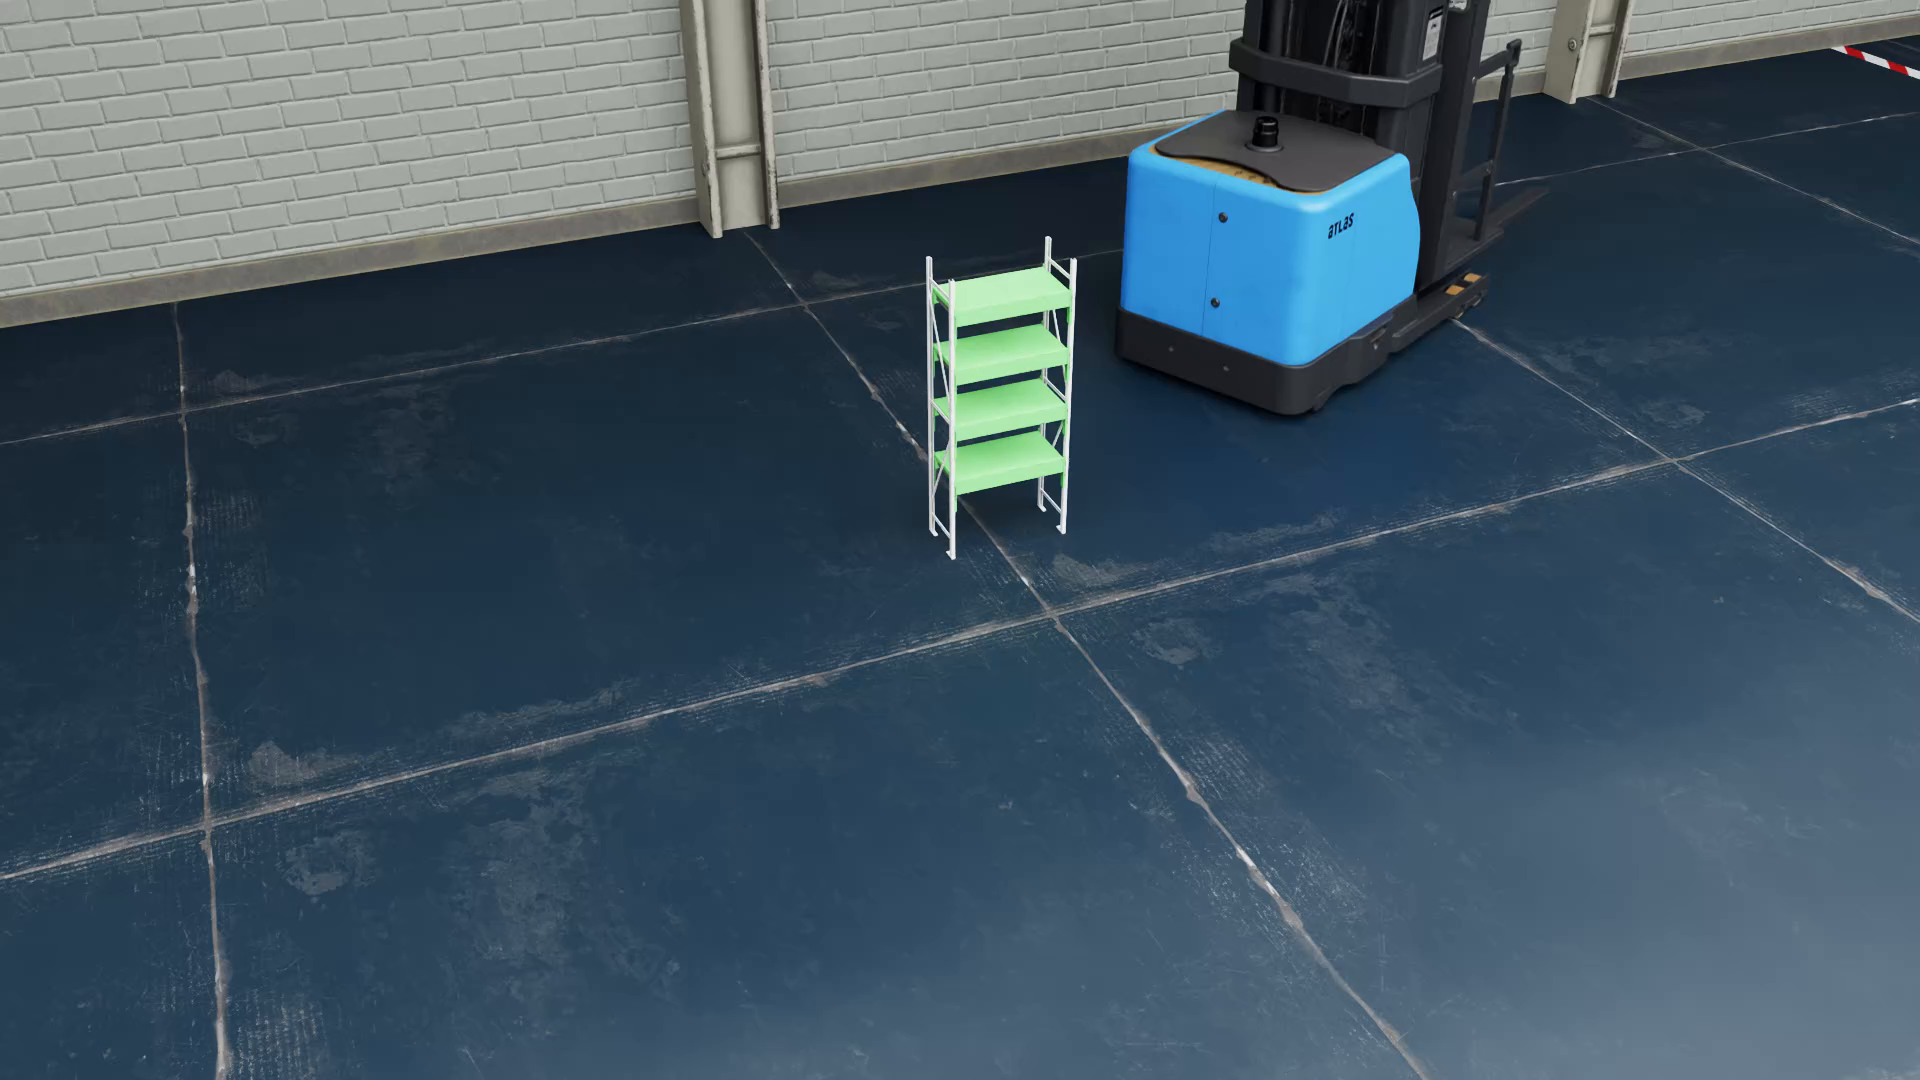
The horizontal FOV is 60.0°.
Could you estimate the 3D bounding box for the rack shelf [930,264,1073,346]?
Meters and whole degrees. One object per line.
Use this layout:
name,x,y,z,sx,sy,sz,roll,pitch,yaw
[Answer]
rack shelf,0.153,-0.887,6.250,0.480,0.148,0.258,-13,35,-19

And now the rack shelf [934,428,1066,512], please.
rack shelf,0.153,-0.283,6.642,0.480,0.148,0.258,-13,35,-19

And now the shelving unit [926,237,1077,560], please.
shelving unit,0.153,-0.538,6.476,0.503,1.200,0.258,-13,35,-19

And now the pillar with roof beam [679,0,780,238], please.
pillar with roof beam,0.399,-3.425,3.762,0.400,9.000,9.100,-13,35,-19

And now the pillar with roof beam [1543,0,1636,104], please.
pillar with roof beam,5.932,-4.691,5.709,0.400,9.000,9.100,-13,35,-19

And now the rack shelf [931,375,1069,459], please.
rack shelf,0.153,-0.484,6.511,0.480,0.148,0.258,-13,35,-19

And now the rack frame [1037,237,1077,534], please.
rack frame,0.378,-0.589,6.556,0.015,1.200,0.240,-13,35,-19

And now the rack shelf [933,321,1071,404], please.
rack shelf,0.153,-0.685,6.380,0.480,0.148,0.258,-13,35,-19

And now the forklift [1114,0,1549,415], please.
forklift,2.086,-2.520,7.935,1.130,2.935,3.031,25,41,33

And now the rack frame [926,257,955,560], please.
rack frame,-0.072,-0.486,6.397,0.015,1.200,0.240,-13,35,-19
